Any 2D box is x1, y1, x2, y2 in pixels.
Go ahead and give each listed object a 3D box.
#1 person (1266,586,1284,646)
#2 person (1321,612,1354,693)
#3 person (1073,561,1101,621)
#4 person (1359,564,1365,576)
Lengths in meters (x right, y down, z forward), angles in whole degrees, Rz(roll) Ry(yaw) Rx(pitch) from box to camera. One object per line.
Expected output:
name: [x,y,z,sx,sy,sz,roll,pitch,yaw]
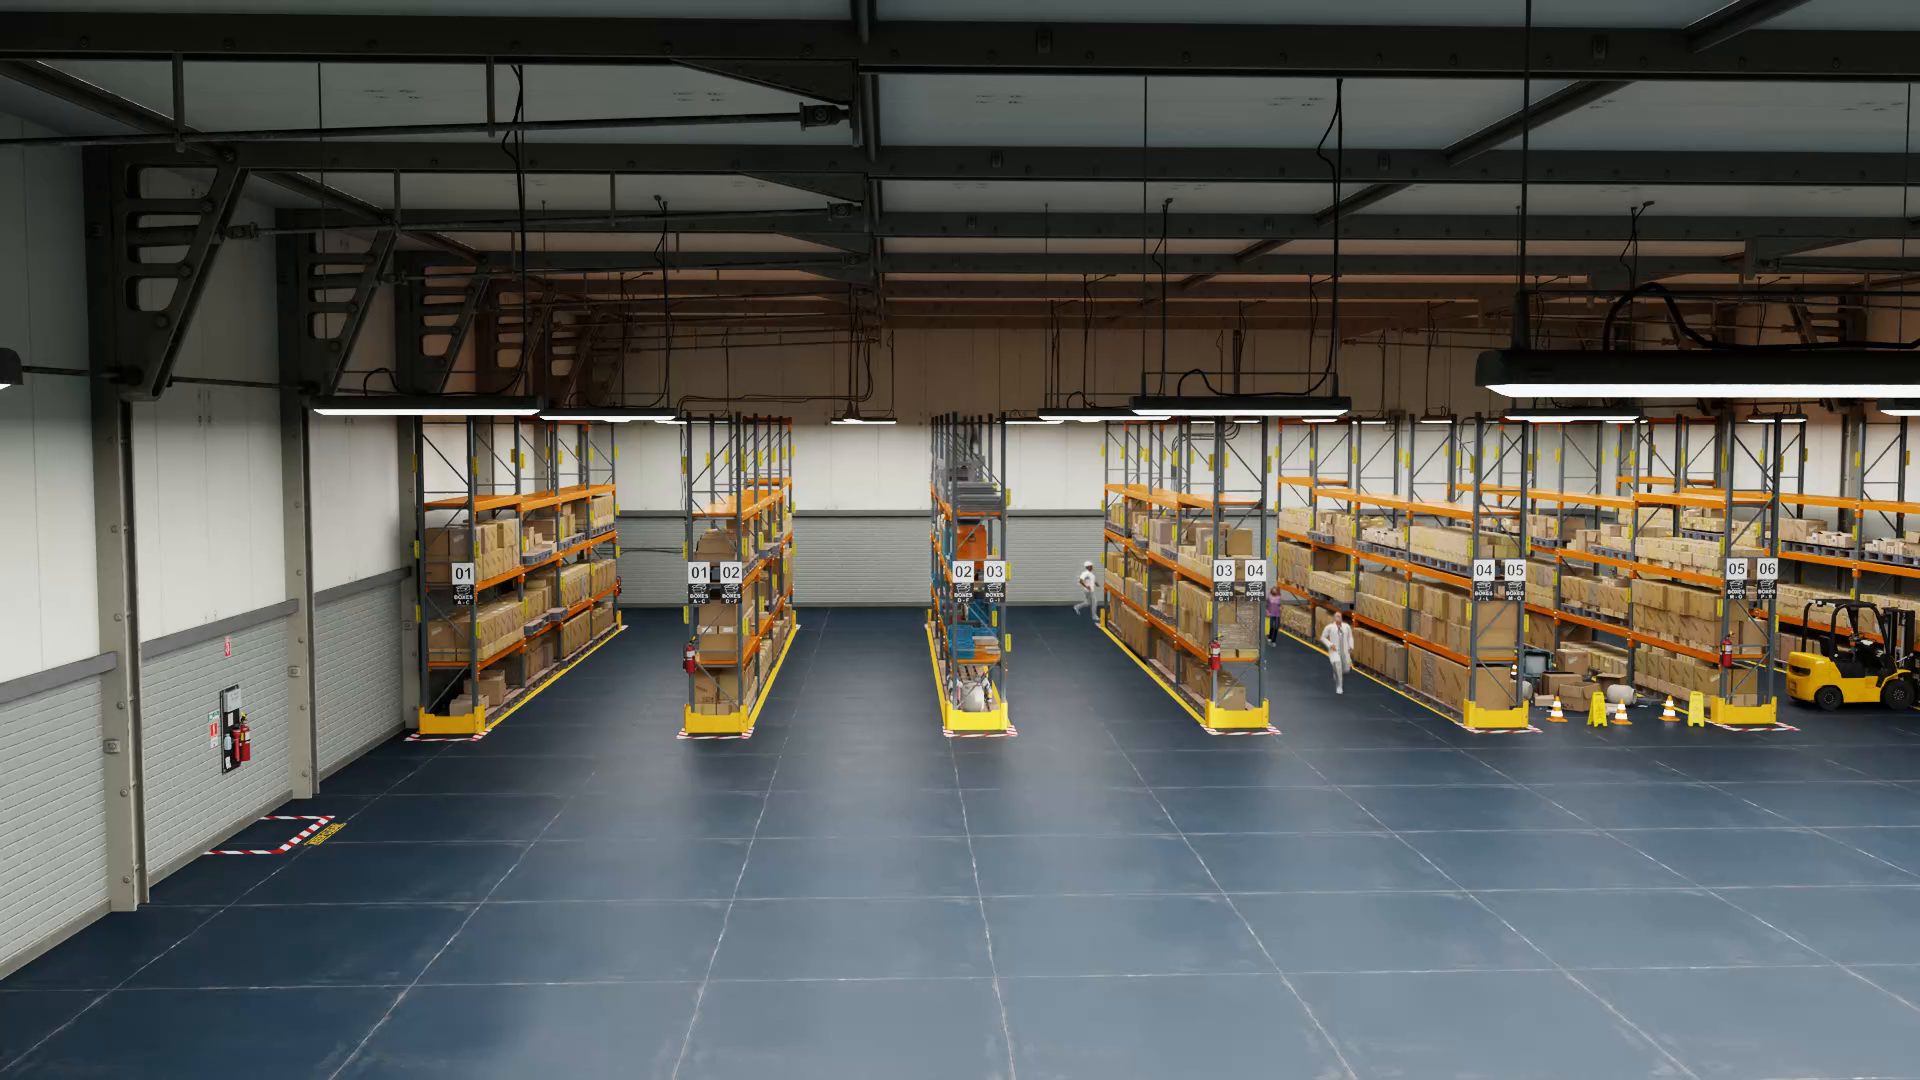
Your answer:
person: [8.154,1.999,43.199,0.527,1.545,0.550,0,4,0]
person: [8.180,2.422,36.047,0.729,1.723,0.716,-1,4,-12]
person: [3.780,1.508,49.261,0.881,1.762,0.700,1,4,13]
person: [11.883,1.551,49.113,0.876,1.699,0.571,0,4,4]
